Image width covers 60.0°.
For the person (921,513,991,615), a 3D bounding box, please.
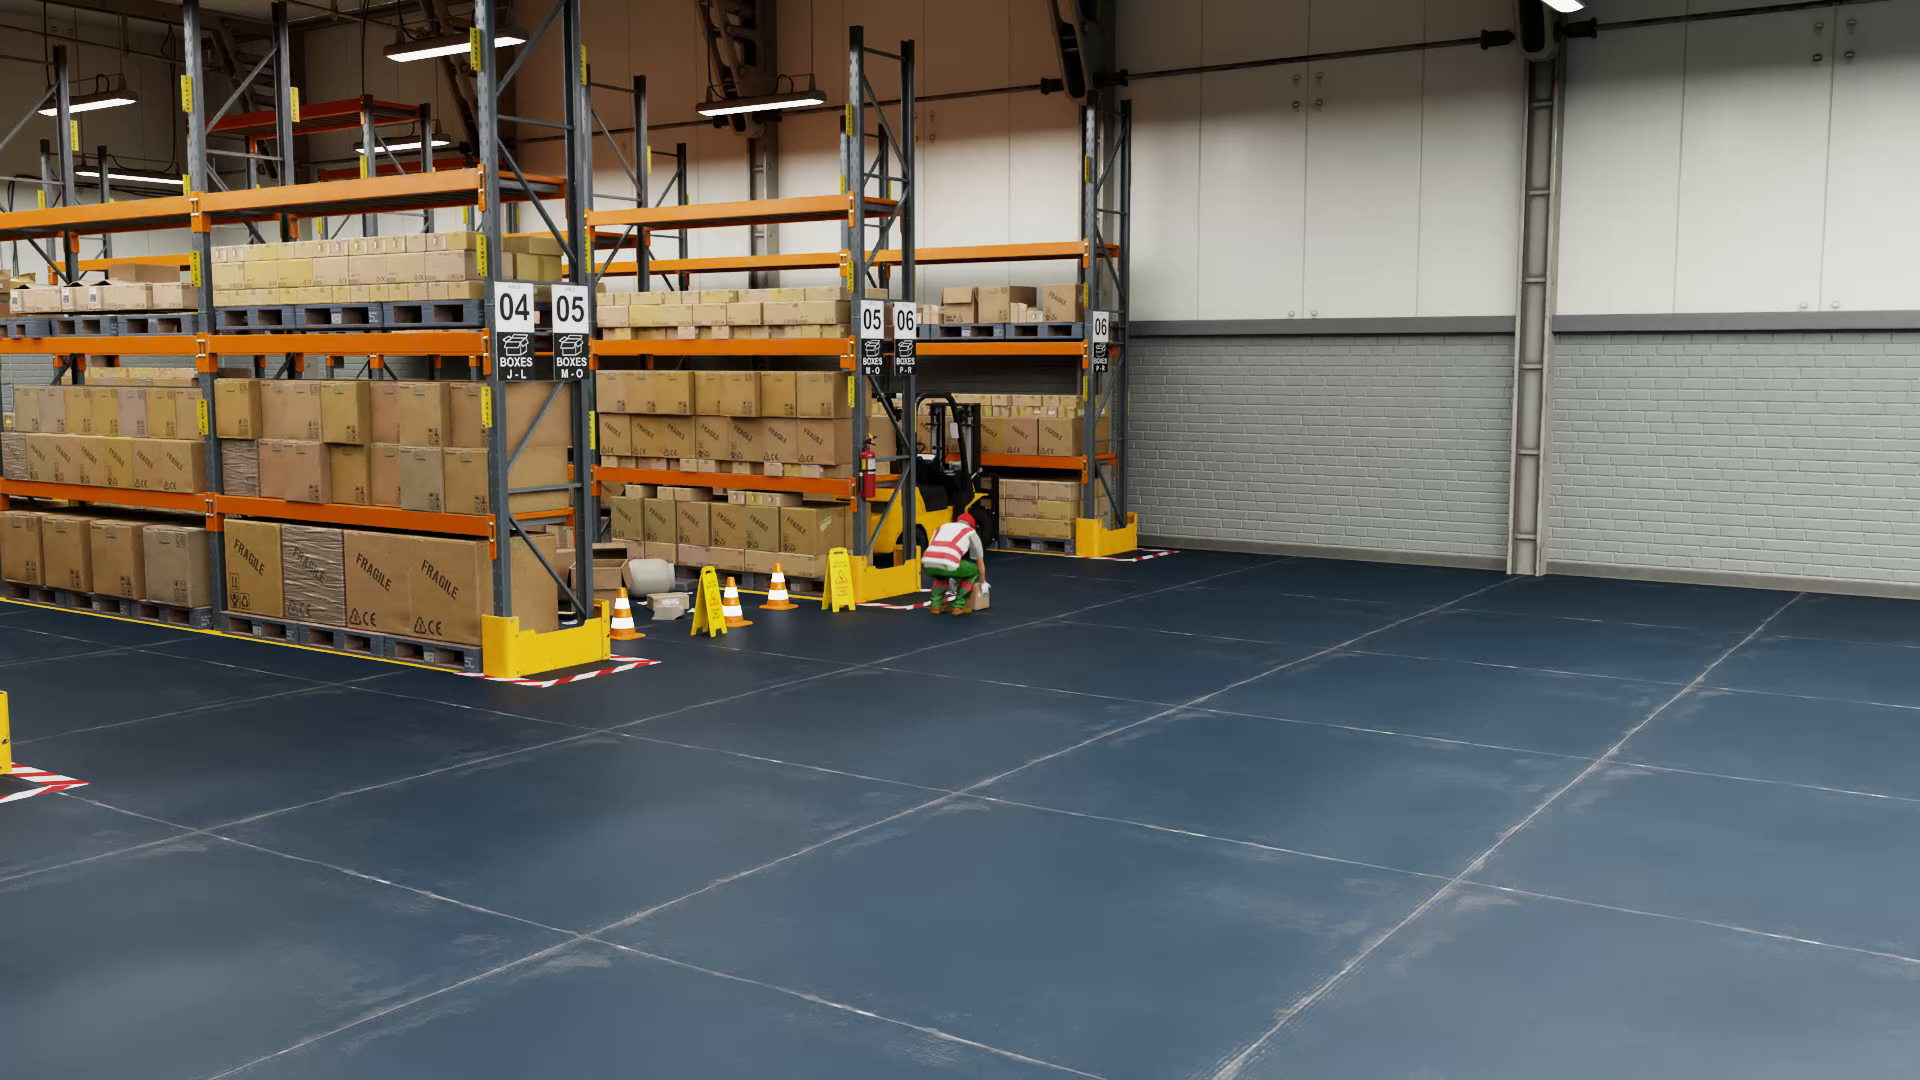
[{"bbox_3d":[-0.082,0.246,17.041,0.568,0.994,0.877,4,7,30],"label":"person"}]
